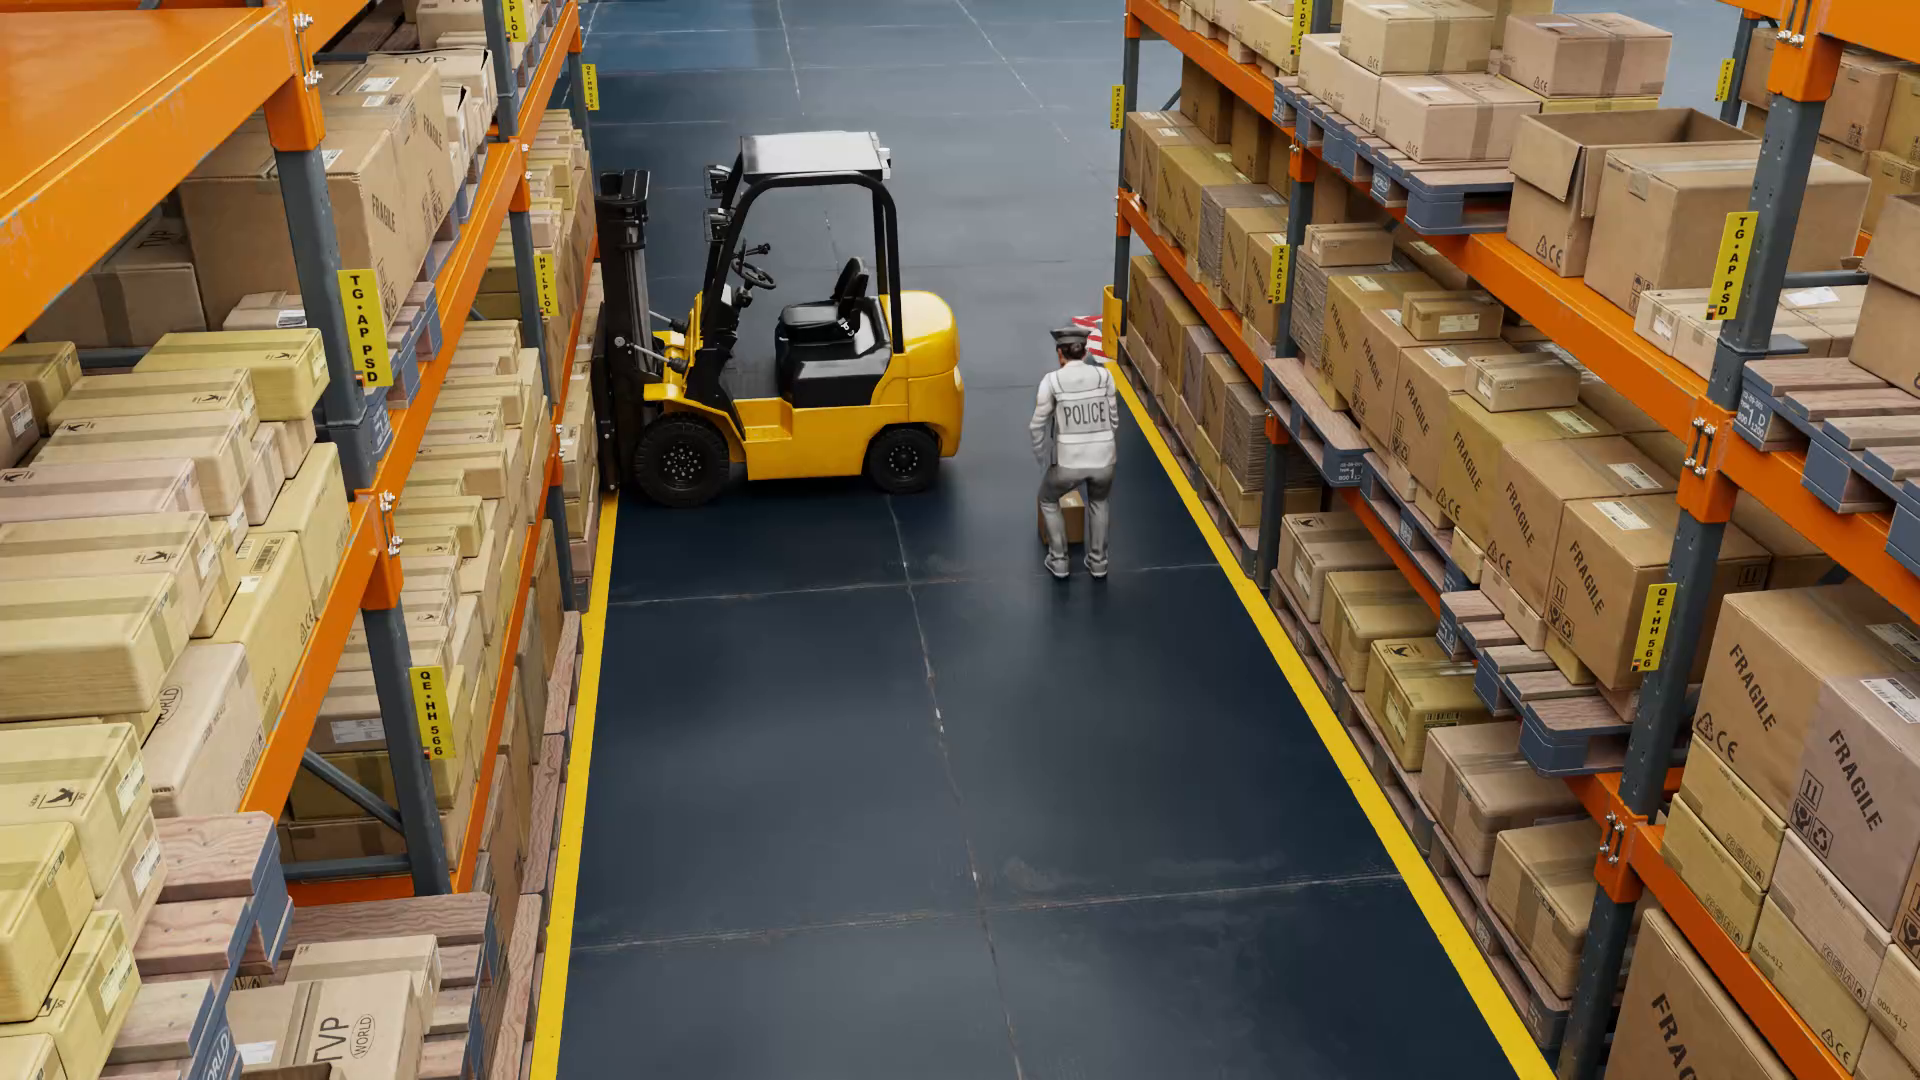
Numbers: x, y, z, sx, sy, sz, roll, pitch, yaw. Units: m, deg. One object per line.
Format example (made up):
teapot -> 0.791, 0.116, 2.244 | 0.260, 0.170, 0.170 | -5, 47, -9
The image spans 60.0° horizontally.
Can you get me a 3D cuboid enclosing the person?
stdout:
person -> 0.668, -0.498, 9.774 | 0.529, 1.501, 0.607 | -3, 28, -7
